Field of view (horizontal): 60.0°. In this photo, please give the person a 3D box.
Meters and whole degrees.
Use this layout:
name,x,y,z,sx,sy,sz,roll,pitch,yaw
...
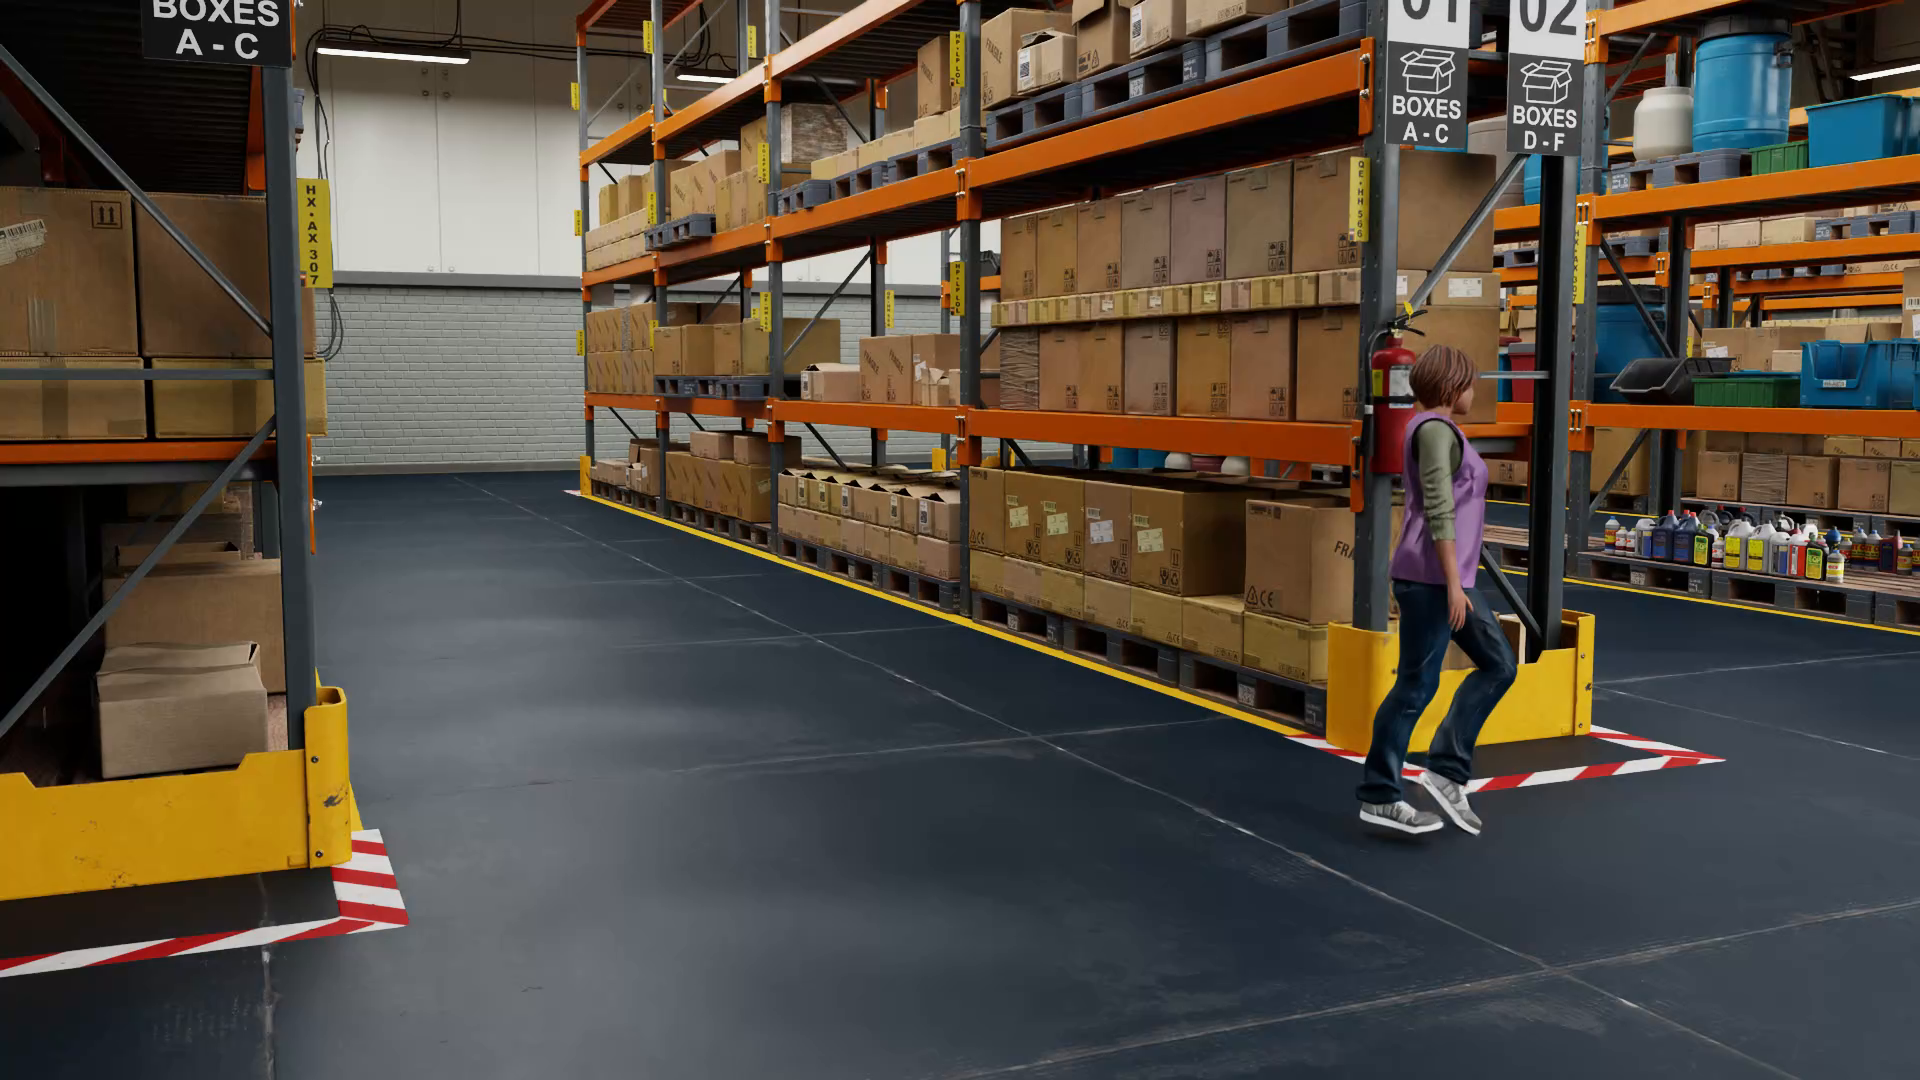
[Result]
name,x,y,z,sx,sy,sz,roll,pitch,yaw
person,1.576,0.168,5.460,0.500,1.611,0.493,2,6,18
